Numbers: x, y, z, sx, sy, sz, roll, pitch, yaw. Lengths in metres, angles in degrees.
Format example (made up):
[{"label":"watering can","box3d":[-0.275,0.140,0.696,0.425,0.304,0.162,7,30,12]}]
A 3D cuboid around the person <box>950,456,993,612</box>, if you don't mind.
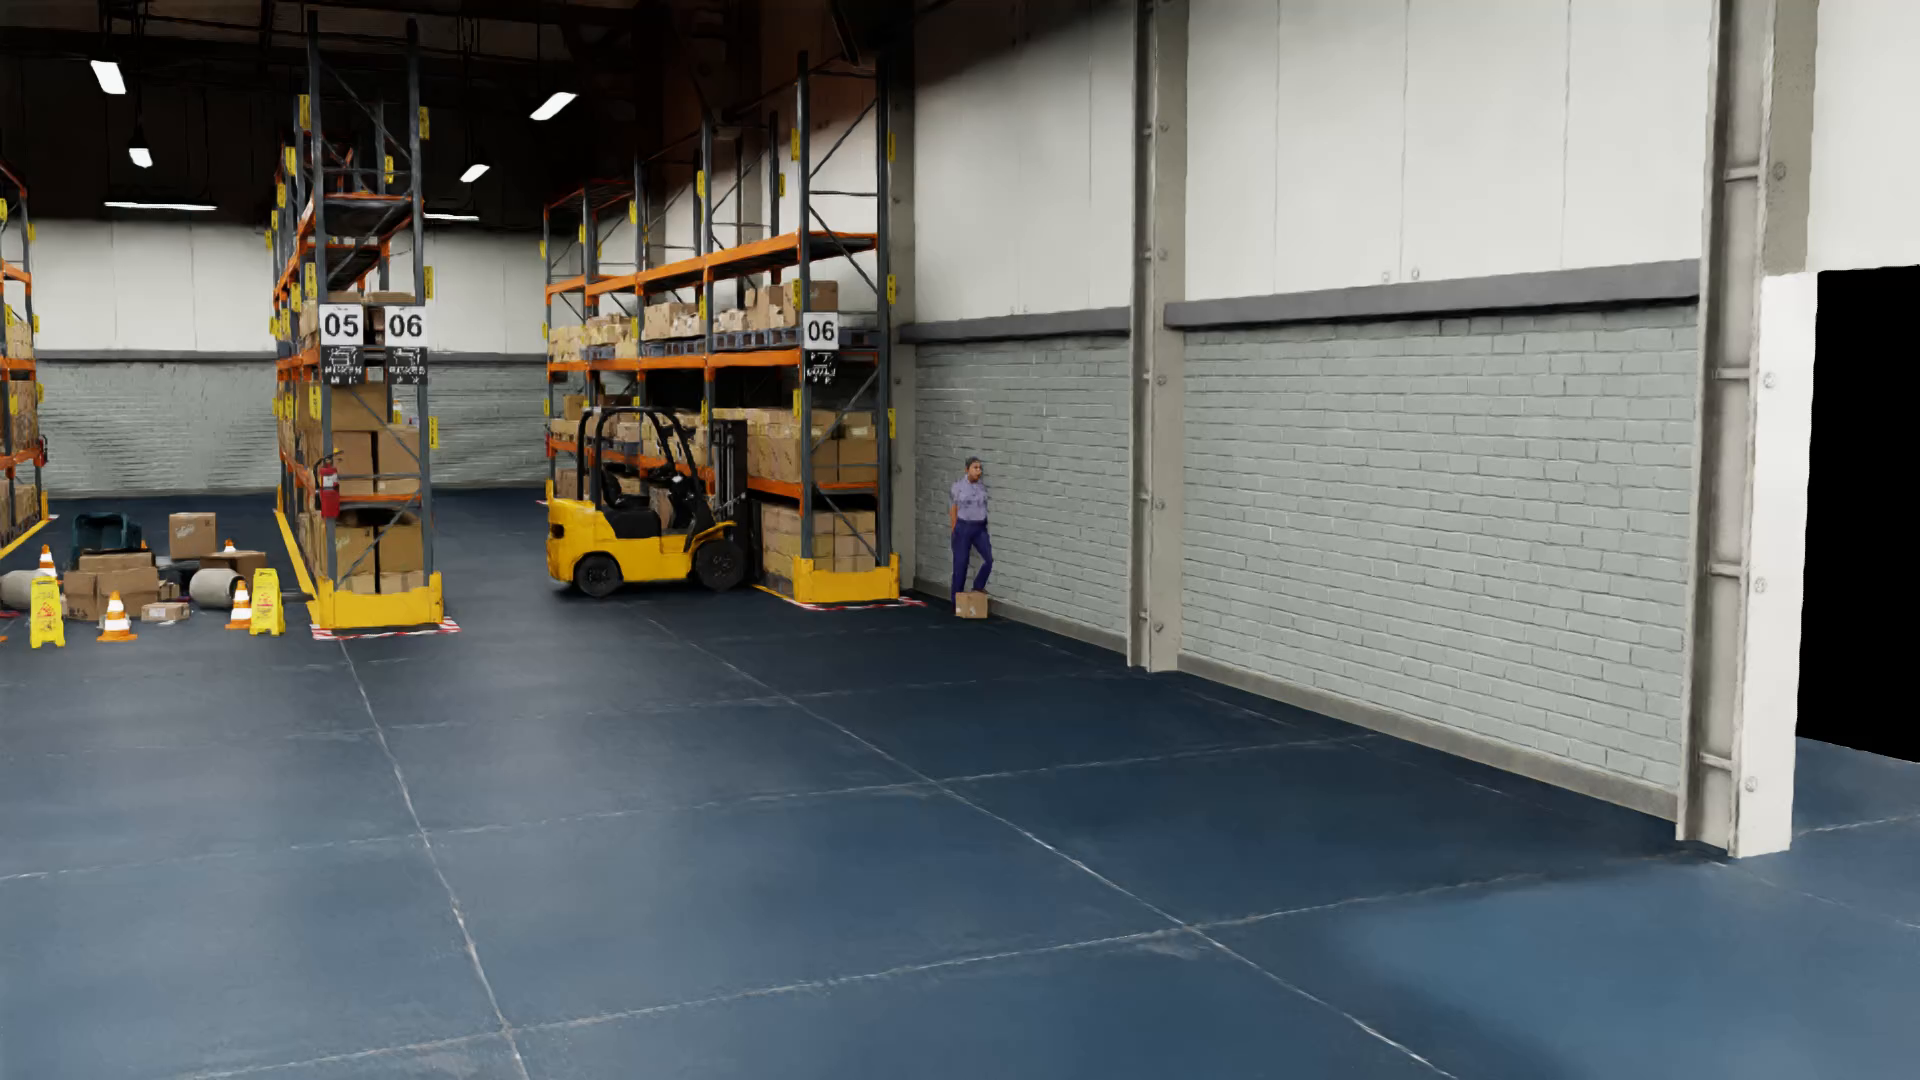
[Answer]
[{"label":"person","box3d":[0.149,-0.064,17.735,0.495,1.652,0.452,-2,6,-22]}]
